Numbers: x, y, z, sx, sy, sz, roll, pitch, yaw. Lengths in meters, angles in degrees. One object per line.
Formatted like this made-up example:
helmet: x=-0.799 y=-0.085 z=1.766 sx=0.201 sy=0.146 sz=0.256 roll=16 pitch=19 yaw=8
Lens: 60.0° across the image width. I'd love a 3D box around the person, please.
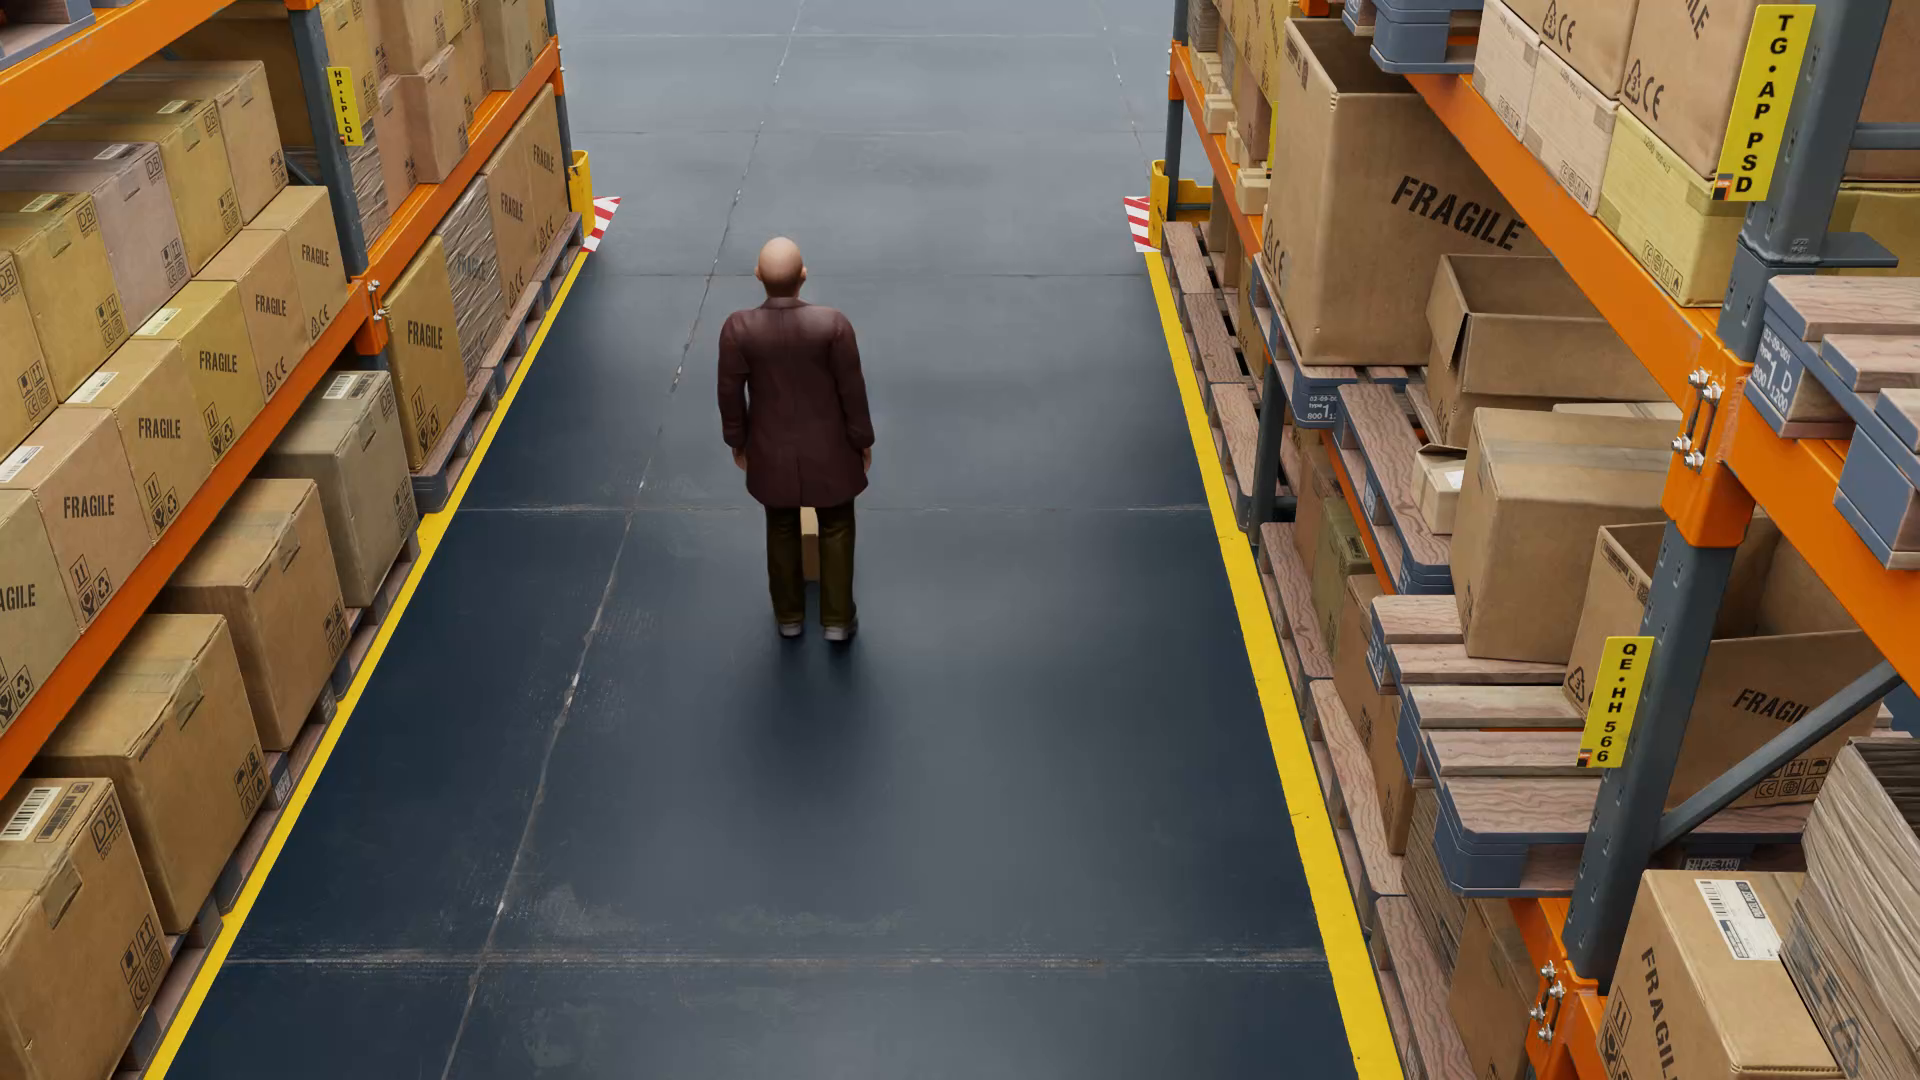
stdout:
person: x=-0.652 y=-0.381 z=6.800 sx=0.623 sy=1.848 sz=0.471 roll=0 pitch=31 yaw=0
